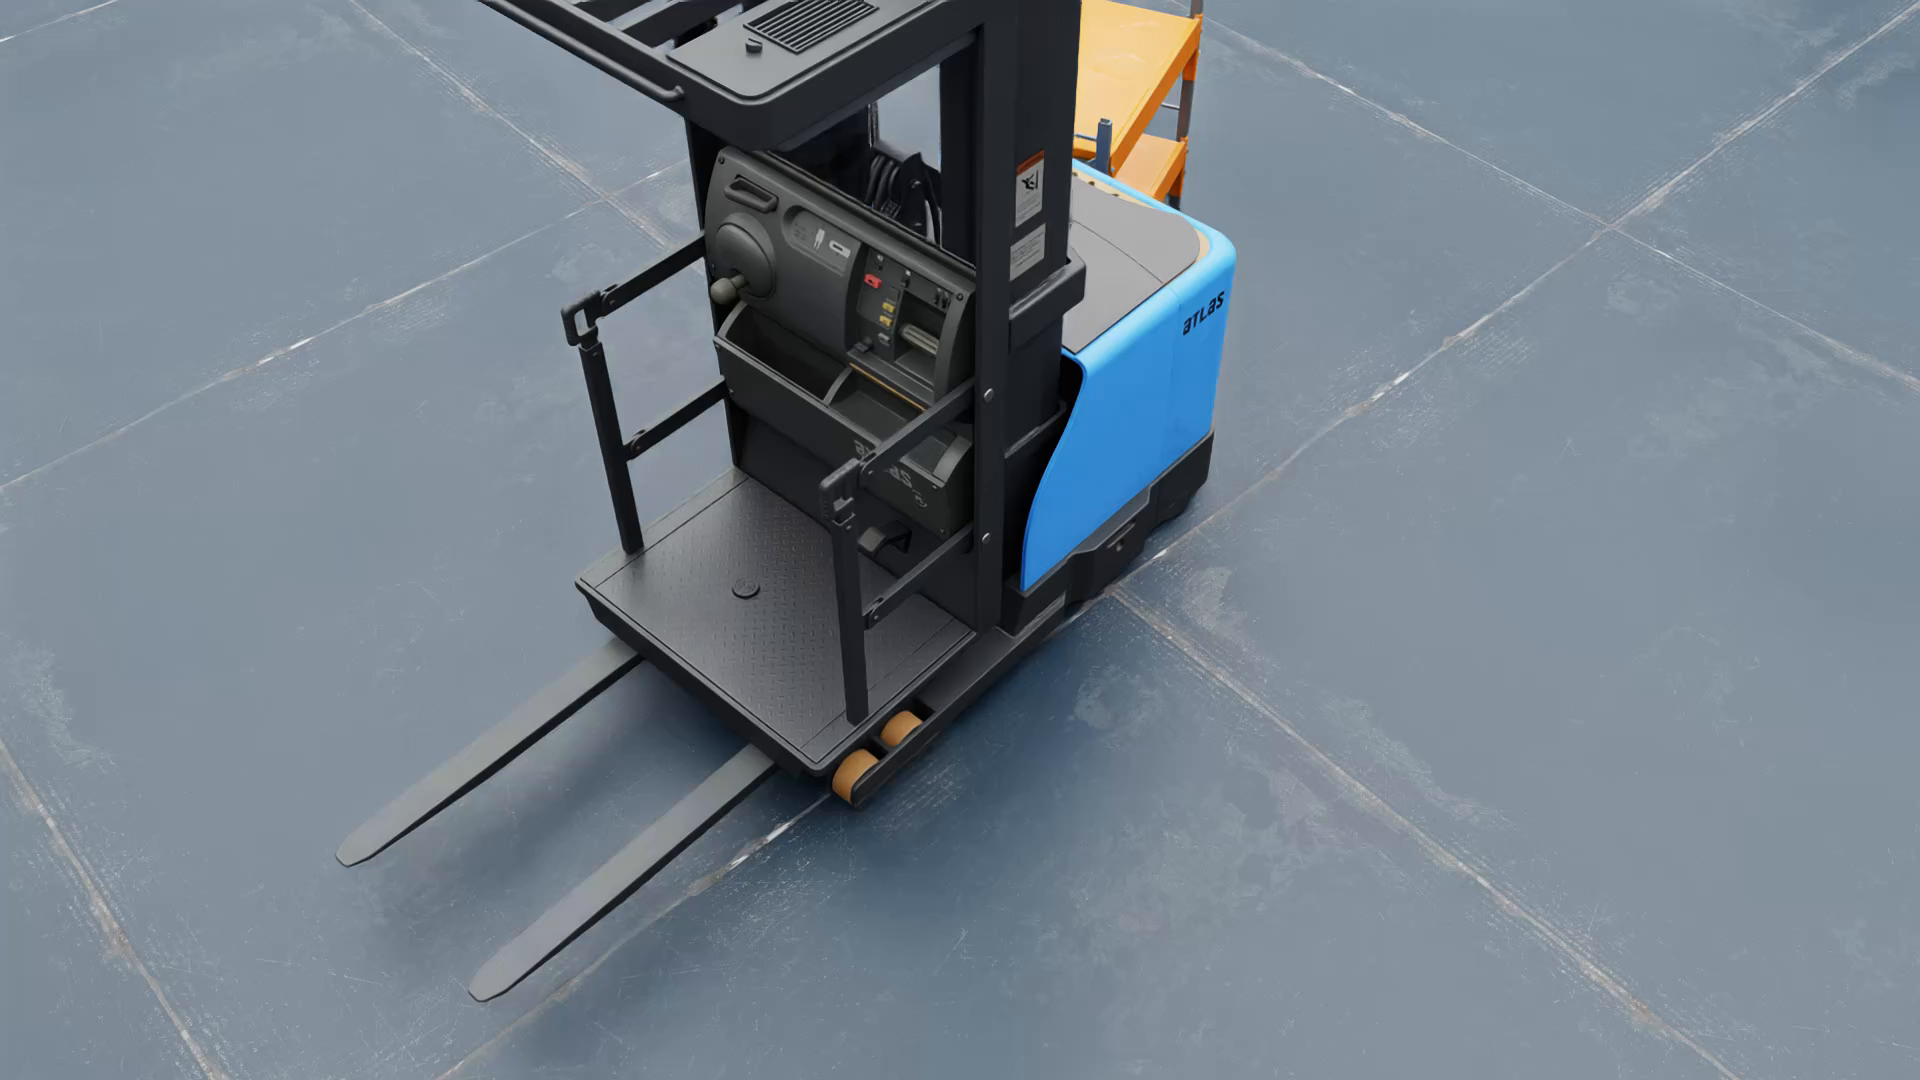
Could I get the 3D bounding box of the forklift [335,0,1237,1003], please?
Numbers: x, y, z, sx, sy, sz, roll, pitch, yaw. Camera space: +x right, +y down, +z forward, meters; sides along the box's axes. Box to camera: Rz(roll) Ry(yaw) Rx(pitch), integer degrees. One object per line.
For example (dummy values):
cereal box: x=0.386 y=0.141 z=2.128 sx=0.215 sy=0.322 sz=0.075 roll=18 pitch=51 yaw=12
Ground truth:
forklift: x=-0.484 y=-0.626 z=4.333 sx=1.130 sy=2.935 sz=3.031 roll=34 pitch=56 yaw=27

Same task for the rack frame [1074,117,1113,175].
rack frame: x=0.271 y=-1.071 z=5.973 sx=0.500 sy=1.125 sz=0.032 roll=18 pitch=50 yaw=16

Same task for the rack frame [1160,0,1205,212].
rack frame: x=0.677 y=-1.756 z=6.605 sx=0.500 sy=1.125 sz=0.032 roll=18 pitch=50 yaw=16

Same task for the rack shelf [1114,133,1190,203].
rack shelf: x=0.474 y=-1.247 z=6.468 sx=0.538 sy=0.278 sz=1.000 roll=18 pitch=50 yaw=16

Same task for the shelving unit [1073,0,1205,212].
shelving unit: x=0.474 y=-1.413 z=6.289 sx=0.538 sy=1.125 sz=1.048 roll=18 pitch=50 yaw=16

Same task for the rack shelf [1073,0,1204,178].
rack shelf: x=0.474 y=-1.612 z=6.074 sx=0.538 sy=0.278 sz=1.000 roll=18 pitch=50 yaw=16
